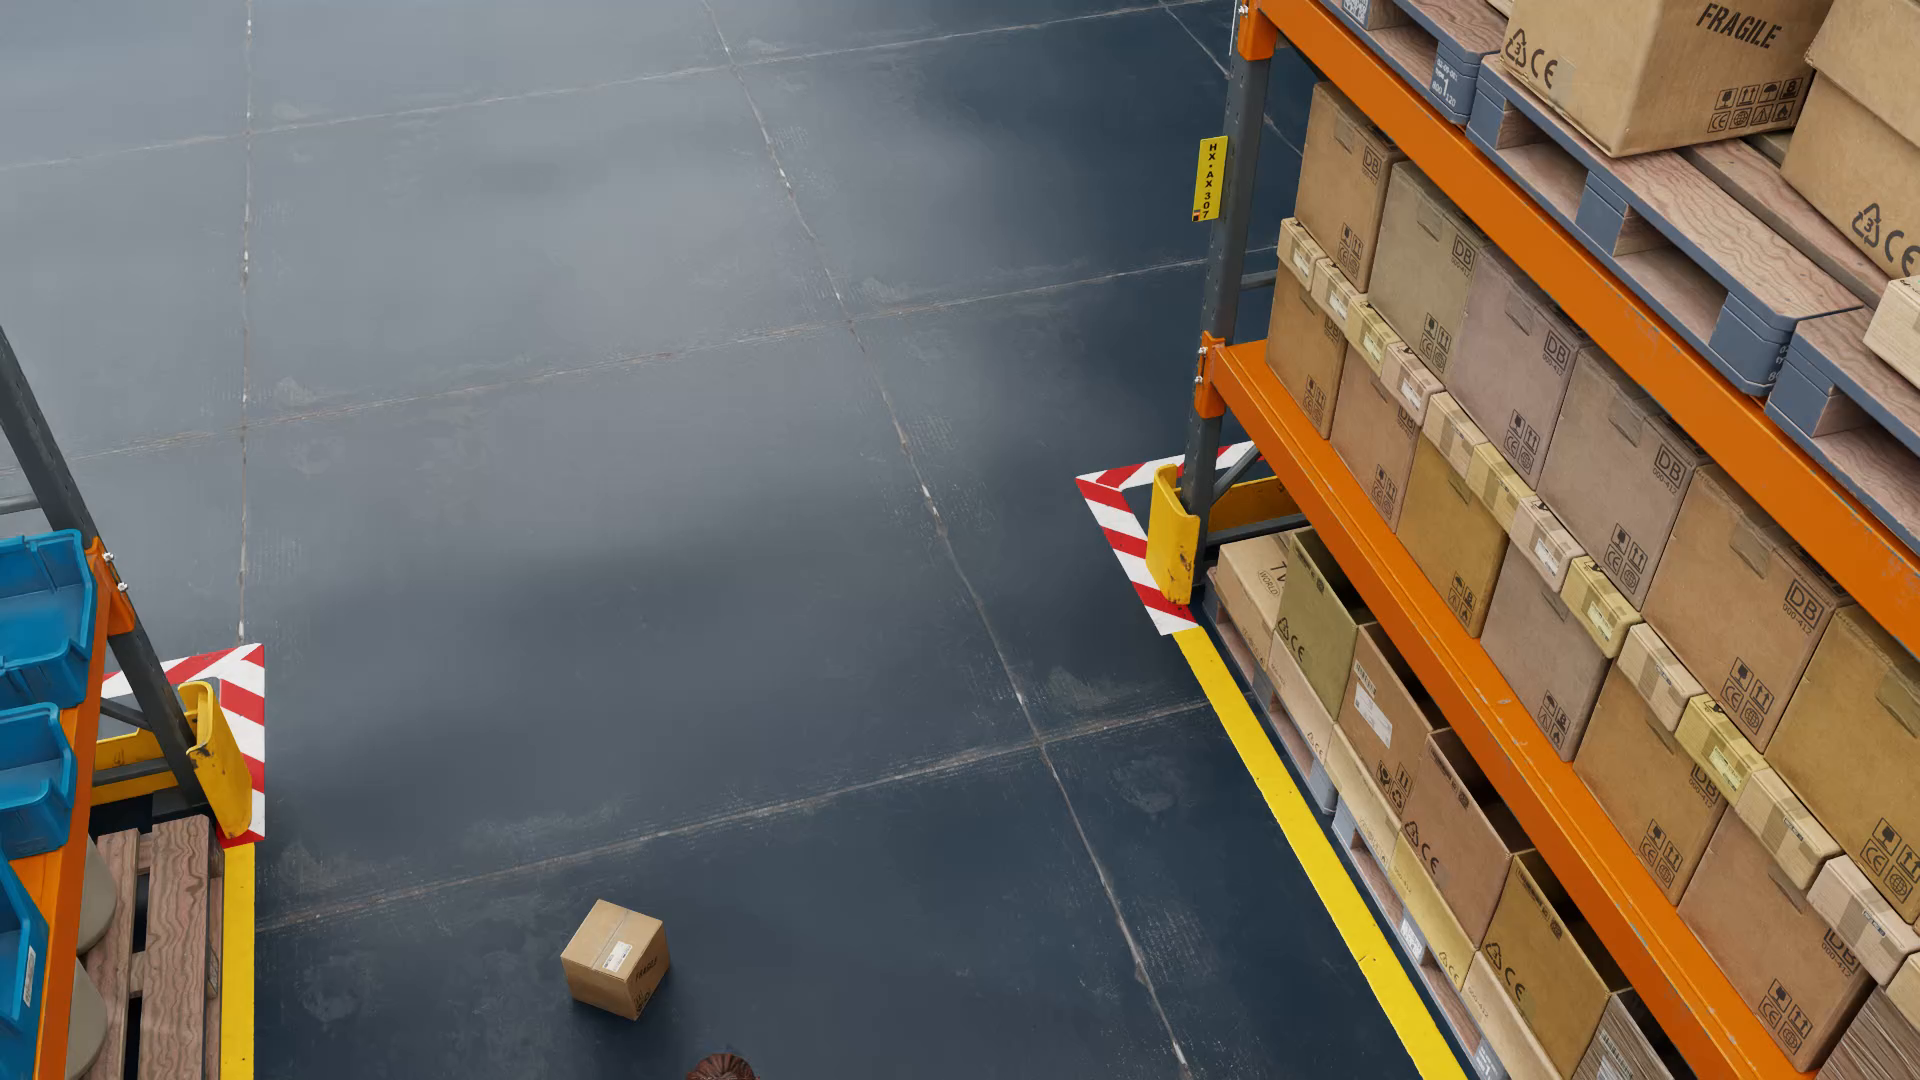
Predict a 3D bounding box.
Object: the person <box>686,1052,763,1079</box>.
[{"bbox_3d":[-0.532,1.809,4.176,0.432,1.619,1.034,-4,43,-5],"label":"person"}]
